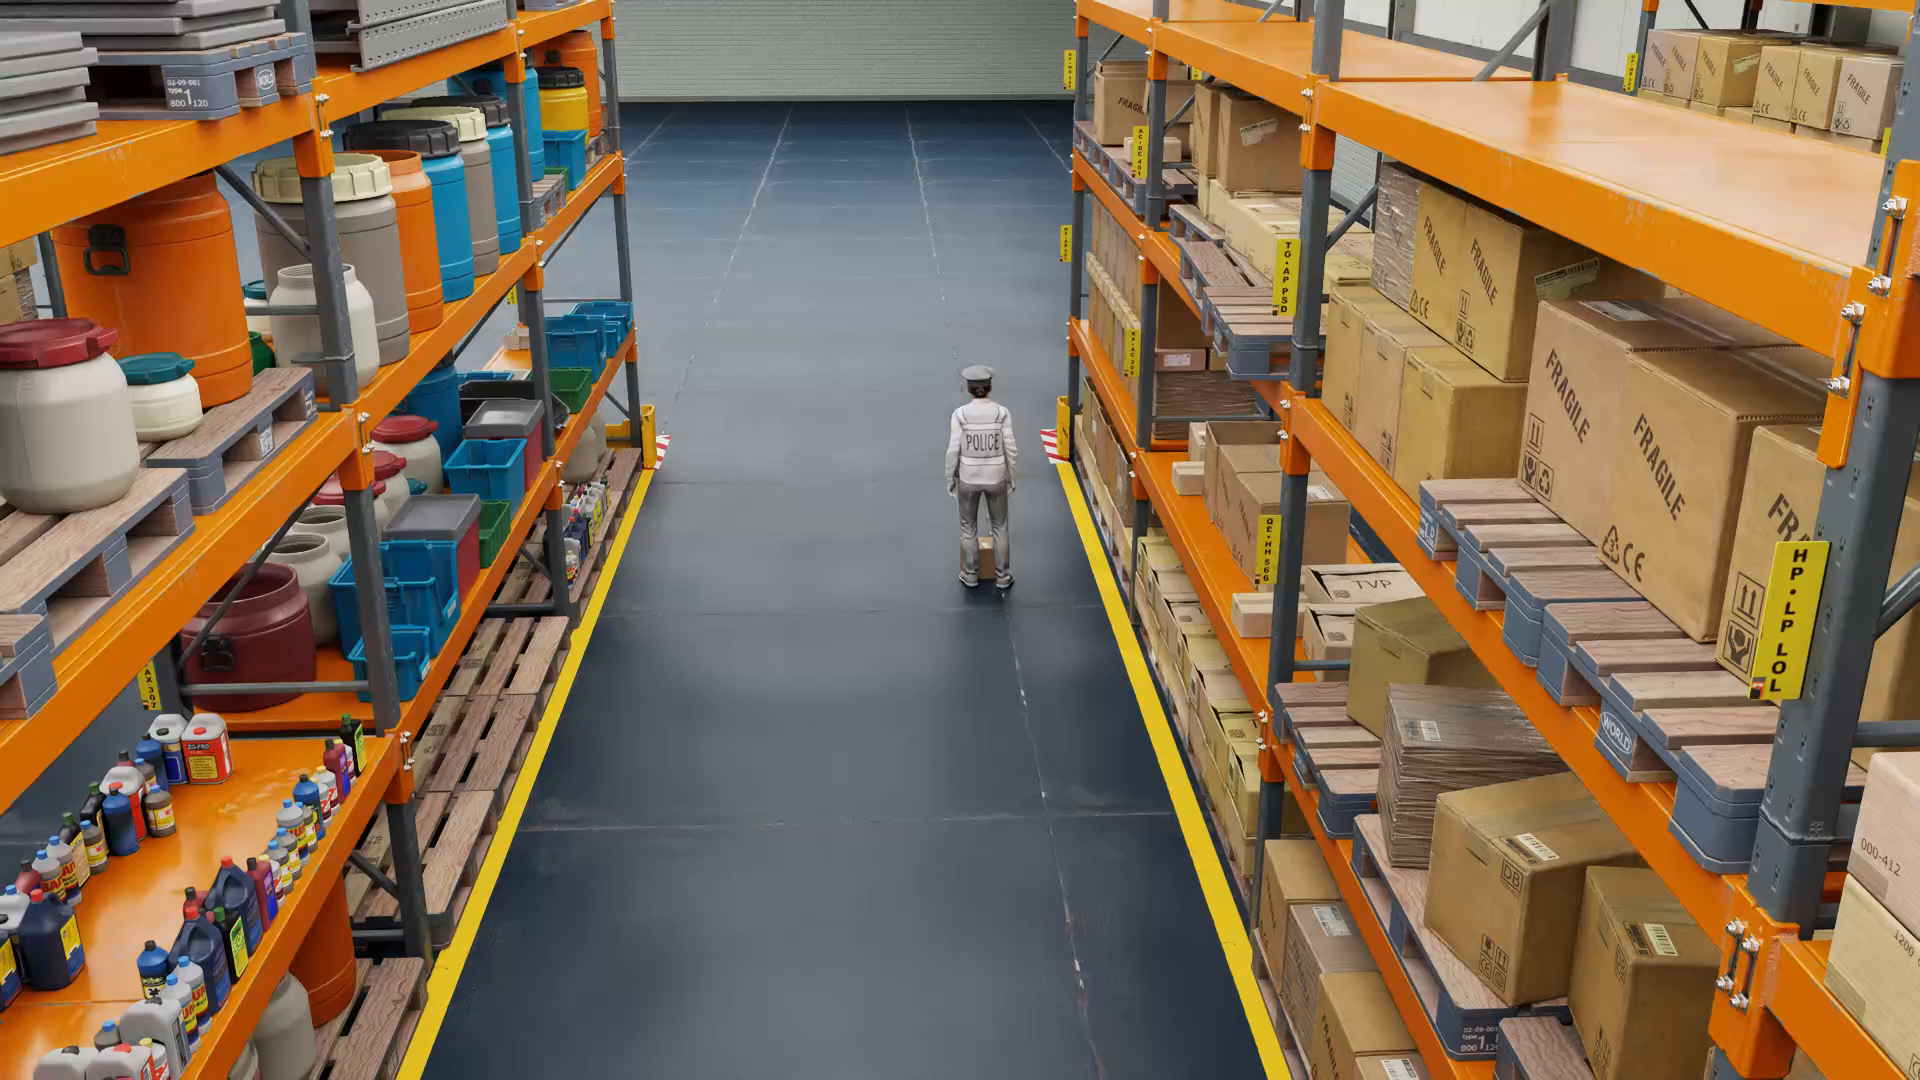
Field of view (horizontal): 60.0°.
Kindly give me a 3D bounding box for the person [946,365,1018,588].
[{"bbox_3d":[0.158,-0.444,12.260,0.531,1.663,0.404,-1,21,-3],"label":"person"}]
